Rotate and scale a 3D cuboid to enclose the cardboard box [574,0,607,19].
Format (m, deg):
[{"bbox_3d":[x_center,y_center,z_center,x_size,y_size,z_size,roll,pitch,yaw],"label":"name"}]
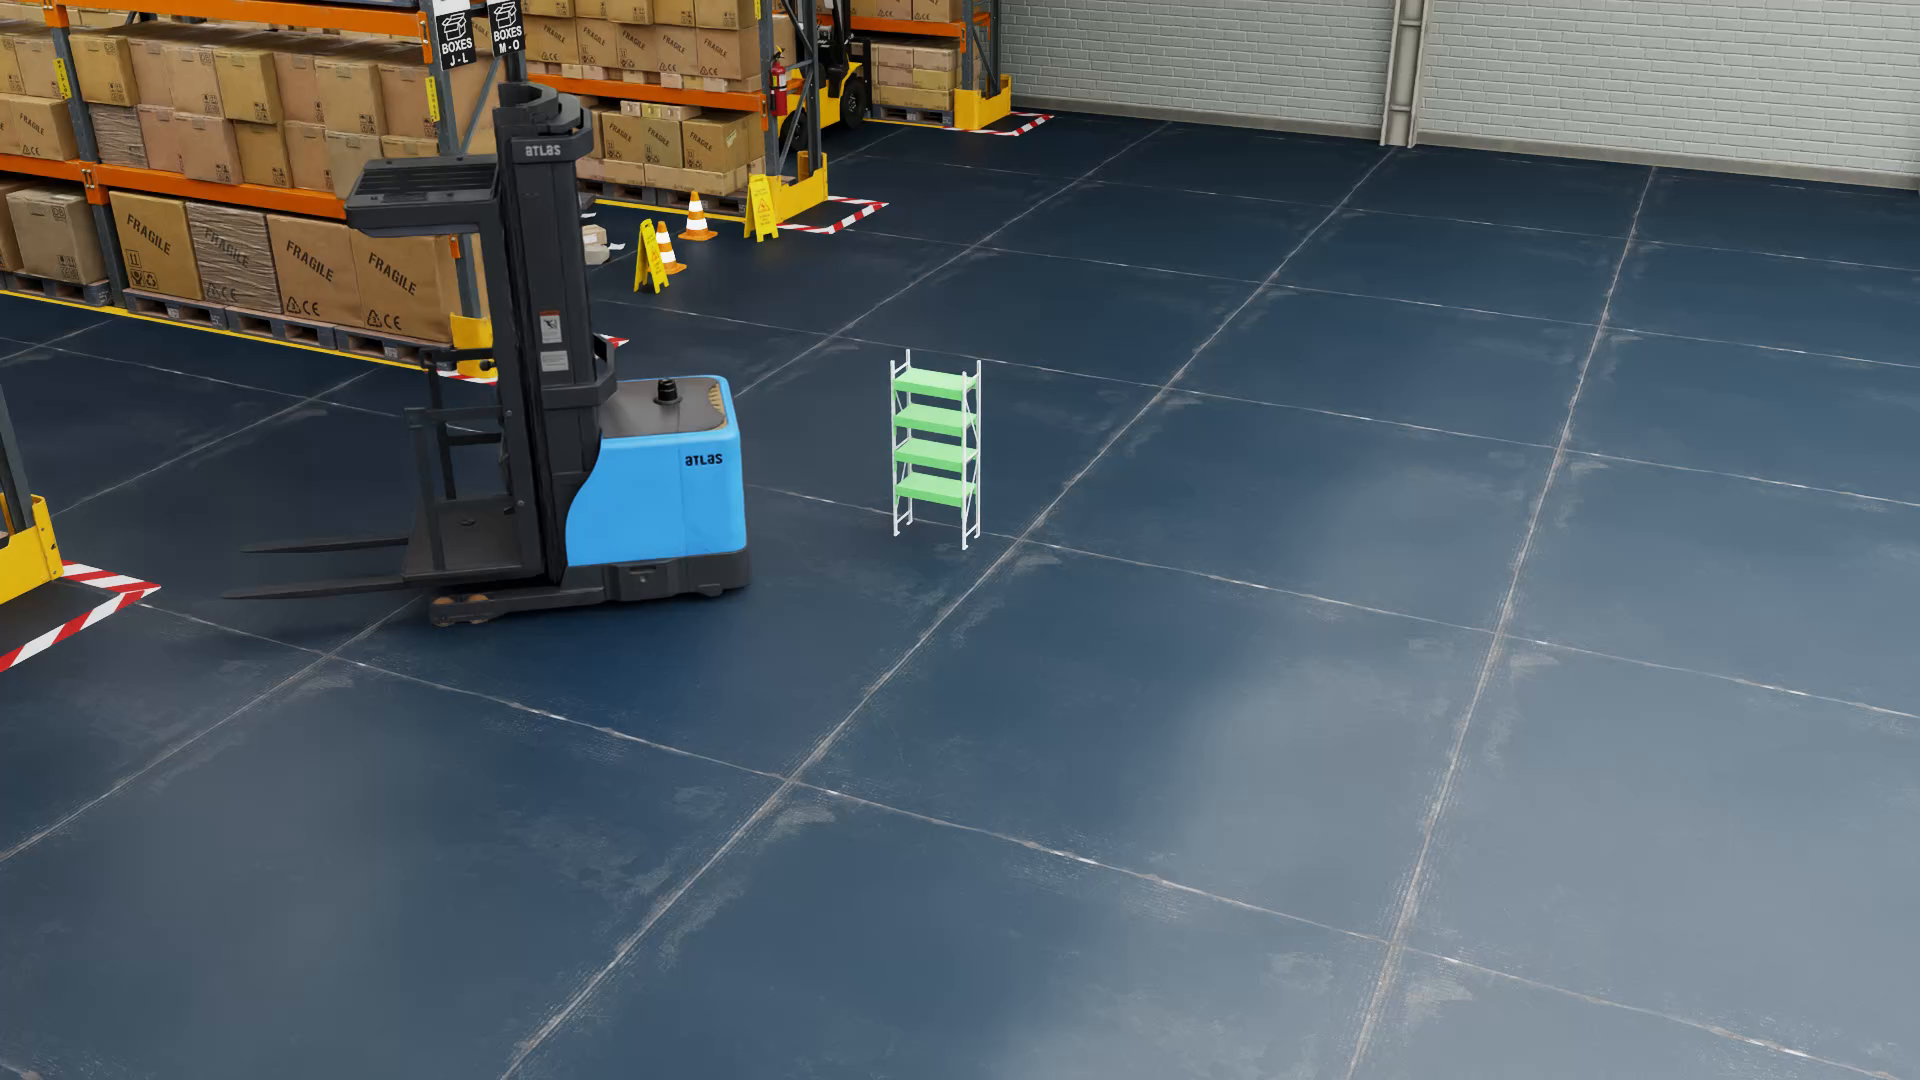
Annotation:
[{"bbox_3d":[-3.686,-5.841,17.636,0.500,0.500,0.700,11,28,21],"label":"cardboard box"}]

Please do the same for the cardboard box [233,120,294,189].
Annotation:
[{"bbox_3d":[-5.550,-3.347,13.982,0.500,0.550,0.875,11,28,22],"label":"cardboard box"}]

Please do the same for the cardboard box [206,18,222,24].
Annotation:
[{"bbox_3d":[-8.833,-6.318,19.996,0.250,0.149,0.380,10,28,19],"label":"cardboard box"}]

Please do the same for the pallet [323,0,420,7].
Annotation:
[{"bbox_3d":[-4.406,-4.342,12.879,1.213,0.211,1.003,11,28,22],"label":"pallet"}]

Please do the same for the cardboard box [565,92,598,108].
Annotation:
[{"bbox_3d":[-4.182,-4.823,18.204,0.250,0.149,0.380,13,29,25],"label":"cardboard box"}]

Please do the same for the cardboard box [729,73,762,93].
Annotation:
[{"bbox_3d":[-2.199,-4.784,17.354,0.250,0.149,0.380,12,29,24],"label":"cardboard box"}]

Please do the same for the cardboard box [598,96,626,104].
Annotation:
[{"bbox_3d":[-3.833,-4.751,18.793,0.500,0.500,0.500,13,29,24],"label":"cardboard box"}]

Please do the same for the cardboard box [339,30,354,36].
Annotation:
[{"bbox_3d":[-6.916,-5.896,19.139,0.250,0.149,0.380,11,28,22],"label":"cardboard box"}]

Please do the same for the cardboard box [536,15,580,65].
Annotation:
[{"bbox_3d":[-4.208,-5.452,17.977,0.500,0.500,0.500,11,28,21],"label":"cardboard box"}]

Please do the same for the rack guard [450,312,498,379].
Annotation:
[{"bbox_3d":[-3.705,-1.779,13.798,0.348,0.500,1.175,11,28,22],"label":"rack guard"}]

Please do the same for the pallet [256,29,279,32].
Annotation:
[{"bbox_3d":[-8.359,-6.203,20.170,1.003,0.211,1.213,11,28,22],"label":"pallet"}]

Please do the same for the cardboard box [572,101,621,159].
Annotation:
[{"bbox_3d":[-4.022,-4.531,18.346,0.500,0.500,0.500,13,29,24],"label":"cardboard box"}]

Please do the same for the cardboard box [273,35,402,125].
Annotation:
[{"bbox_3d":[-5.041,-3.761,13.600,0.550,0.550,0.875,11,28,22],"label":"cardboard box"}]

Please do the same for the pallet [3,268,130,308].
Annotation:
[{"bbox_3d":[-8.102,-2.496,15.581,1.213,0.211,1.003,11,28,22],"label":"pallet"}]

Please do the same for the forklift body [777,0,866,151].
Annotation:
[{"bbox_3d":[-2.200,-6.143,20.792,1.214,2.155,2.313,11,28,22],"label":"forklift body"}]

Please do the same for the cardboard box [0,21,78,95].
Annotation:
[{"bbox_3d":[-8.291,-4.311,14.866,0.500,0.500,0.700,11,28,21],"label":"cardboard box"}]

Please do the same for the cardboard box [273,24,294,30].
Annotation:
[{"bbox_3d":[-7.866,-6.113,19.579,0.250,0.149,0.380,13,29,25],"label":"cardboard box"}]

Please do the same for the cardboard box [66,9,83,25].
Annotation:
[{"bbox_3d":[-11.019,-6.565,20.858,0.500,0.250,0.500,11,28,21],"label":"cardboard box"}]

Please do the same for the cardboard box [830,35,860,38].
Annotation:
[{"bbox_3d":[-1.656,-6.547,22.158,0.500,0.250,0.500,11,28,21],"label":"cardboard box"}]

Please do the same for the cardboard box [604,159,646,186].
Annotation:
[{"bbox_3d":[-3.564,-4.100,18.318,0.500,0.250,0.500,10,28,20],"label":"cardboard box"}]

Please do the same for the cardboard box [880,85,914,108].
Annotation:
[{"bbox_3d":[-0.726,-5.919,22.013,0.500,0.250,0.500,11,28,22],"label":"cardboard box"}]

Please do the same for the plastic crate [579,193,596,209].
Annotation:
[{"bbox_3d":[-4.321,-3.719,18.212,0.583,0.080,0.402,2,26,4],"label":"plastic crate"}]

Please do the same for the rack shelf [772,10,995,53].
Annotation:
[{"bbox_3d":[-1.539,-6.953,22.291,4.000,0.370,1.077,11,28,22],"label":"rack shelf"}]

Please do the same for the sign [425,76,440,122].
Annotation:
[{"bbox_3d":[-3.964,-3.315,12.508,0.005,0.325,0.100,11,28,22],"label":"sign"}]

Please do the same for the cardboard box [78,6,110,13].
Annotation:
[{"bbox_3d":[-10.541,-6.698,20.562,0.500,0.250,0.500,11,28,20],"label":"cardboard box"}]

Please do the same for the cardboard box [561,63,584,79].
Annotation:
[{"bbox_3d":[-4.096,-5.108,18.014,0.250,0.149,0.380,12,28,22],"label":"cardboard box"}]

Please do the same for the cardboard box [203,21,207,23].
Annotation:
[{"bbox_3d":[-9.394,-6.500,20.726,0.500,0.250,0.500,11,28,21],"label":"cardboard box"}]

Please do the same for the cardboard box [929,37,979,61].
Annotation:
[{"bbox_3d":[-0.078,-6.478,22.017,0.500,0.250,0.500,11,28,21],"label":"cardboard box"}]

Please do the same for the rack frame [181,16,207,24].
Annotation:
[{"bbox_3d":[-9.052,-6.377,20.306,0.127,3.000,1.000,11,28,22],"label":"rack frame"}]

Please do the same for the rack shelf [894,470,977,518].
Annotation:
[{"bbox_3d":[-0.151,-0.296,10.681,0.480,0.148,0.258,11,28,22],"label":"rack shelf"}]

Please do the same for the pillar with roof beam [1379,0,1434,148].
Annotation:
[{"bbox_3d":[3.701,-7.264,15.315,0.400,9.000,9.100,11,28,22],"label":"pillar with roof beam"}]

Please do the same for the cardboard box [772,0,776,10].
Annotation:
[{"bbox_3d":[-2.583,-7.412,22.295,0.500,0.500,0.500,12,29,23],"label":"cardboard box"}]

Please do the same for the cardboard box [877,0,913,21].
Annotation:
[{"bbox_3d":[-0.744,-7.038,21.536,0.500,0.500,0.500,12,29,23],"label":"cardboard box"}]

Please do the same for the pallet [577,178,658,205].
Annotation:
[{"bbox_3d":[-3.670,-4.063,18.764,1.213,0.211,1.003,11,28,22],"label":"pallet"}]

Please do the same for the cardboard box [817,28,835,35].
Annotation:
[{"bbox_3d":[-1.909,-6.848,22.770,0.500,0.250,0.500,12,28,22],"label":"cardboard box"}]

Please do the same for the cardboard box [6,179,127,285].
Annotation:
[{"bbox_3d":[-7.970,-2.893,15.301,0.750,0.750,1.050,11,28,22],"label":"cardboard box"}]

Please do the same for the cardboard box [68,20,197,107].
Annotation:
[{"bbox_3d":[-7.046,-4.107,14.303,0.550,0.550,0.875,11,28,22],"label":"cardboard box"}]

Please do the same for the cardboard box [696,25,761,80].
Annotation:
[{"bbox_3d":[-2.378,-5.081,17.223,0.500,0.500,0.500,11,28,21],"label":"cardboard box"}]

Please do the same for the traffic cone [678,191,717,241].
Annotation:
[{"bbox_3d":[-2.695,-3.336,17.001,0.334,0.463,0.336,11,28,22],"label":"traffic cone"}]

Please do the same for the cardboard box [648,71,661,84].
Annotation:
[{"bbox_3d":[-3.122,-4.979,17.751,0.250,0.149,0.380,12,29,23],"label":"cardboard box"}]

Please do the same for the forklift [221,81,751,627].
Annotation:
[{"bbox_3d":[-2.840,-1.062,9.589,3.031,2.935,1.130,-5,27,-10],"label":"forklift"}]

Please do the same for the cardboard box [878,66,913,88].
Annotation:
[{"bbox_3d":[-0.743,-6.149,21.915,0.500,0.250,0.500,11,28,21],"label":"cardboard box"}]

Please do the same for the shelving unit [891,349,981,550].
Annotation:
[{"bbox_3d":[-0.151,-0.569,10.546,0.503,1.200,0.258,11,28,22],"label":"shelving unit"}]

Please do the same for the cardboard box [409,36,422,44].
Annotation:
[{"bbox_3d":[-5.994,-5.704,18.749,0.250,0.149,0.380,12,29,23],"label":"cardboard box"}]

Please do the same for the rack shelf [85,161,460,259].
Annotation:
[{"bbox_3d":[-5.547,-2.948,14.156,4.000,0.370,1.077,11,28,22],"label":"rack shelf"}]

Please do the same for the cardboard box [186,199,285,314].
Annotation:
[{"bbox_3d":[-6.002,-2.565,14.494,0.875,0.875,0.875,12,28,22],"label":"cardboard box"}]
